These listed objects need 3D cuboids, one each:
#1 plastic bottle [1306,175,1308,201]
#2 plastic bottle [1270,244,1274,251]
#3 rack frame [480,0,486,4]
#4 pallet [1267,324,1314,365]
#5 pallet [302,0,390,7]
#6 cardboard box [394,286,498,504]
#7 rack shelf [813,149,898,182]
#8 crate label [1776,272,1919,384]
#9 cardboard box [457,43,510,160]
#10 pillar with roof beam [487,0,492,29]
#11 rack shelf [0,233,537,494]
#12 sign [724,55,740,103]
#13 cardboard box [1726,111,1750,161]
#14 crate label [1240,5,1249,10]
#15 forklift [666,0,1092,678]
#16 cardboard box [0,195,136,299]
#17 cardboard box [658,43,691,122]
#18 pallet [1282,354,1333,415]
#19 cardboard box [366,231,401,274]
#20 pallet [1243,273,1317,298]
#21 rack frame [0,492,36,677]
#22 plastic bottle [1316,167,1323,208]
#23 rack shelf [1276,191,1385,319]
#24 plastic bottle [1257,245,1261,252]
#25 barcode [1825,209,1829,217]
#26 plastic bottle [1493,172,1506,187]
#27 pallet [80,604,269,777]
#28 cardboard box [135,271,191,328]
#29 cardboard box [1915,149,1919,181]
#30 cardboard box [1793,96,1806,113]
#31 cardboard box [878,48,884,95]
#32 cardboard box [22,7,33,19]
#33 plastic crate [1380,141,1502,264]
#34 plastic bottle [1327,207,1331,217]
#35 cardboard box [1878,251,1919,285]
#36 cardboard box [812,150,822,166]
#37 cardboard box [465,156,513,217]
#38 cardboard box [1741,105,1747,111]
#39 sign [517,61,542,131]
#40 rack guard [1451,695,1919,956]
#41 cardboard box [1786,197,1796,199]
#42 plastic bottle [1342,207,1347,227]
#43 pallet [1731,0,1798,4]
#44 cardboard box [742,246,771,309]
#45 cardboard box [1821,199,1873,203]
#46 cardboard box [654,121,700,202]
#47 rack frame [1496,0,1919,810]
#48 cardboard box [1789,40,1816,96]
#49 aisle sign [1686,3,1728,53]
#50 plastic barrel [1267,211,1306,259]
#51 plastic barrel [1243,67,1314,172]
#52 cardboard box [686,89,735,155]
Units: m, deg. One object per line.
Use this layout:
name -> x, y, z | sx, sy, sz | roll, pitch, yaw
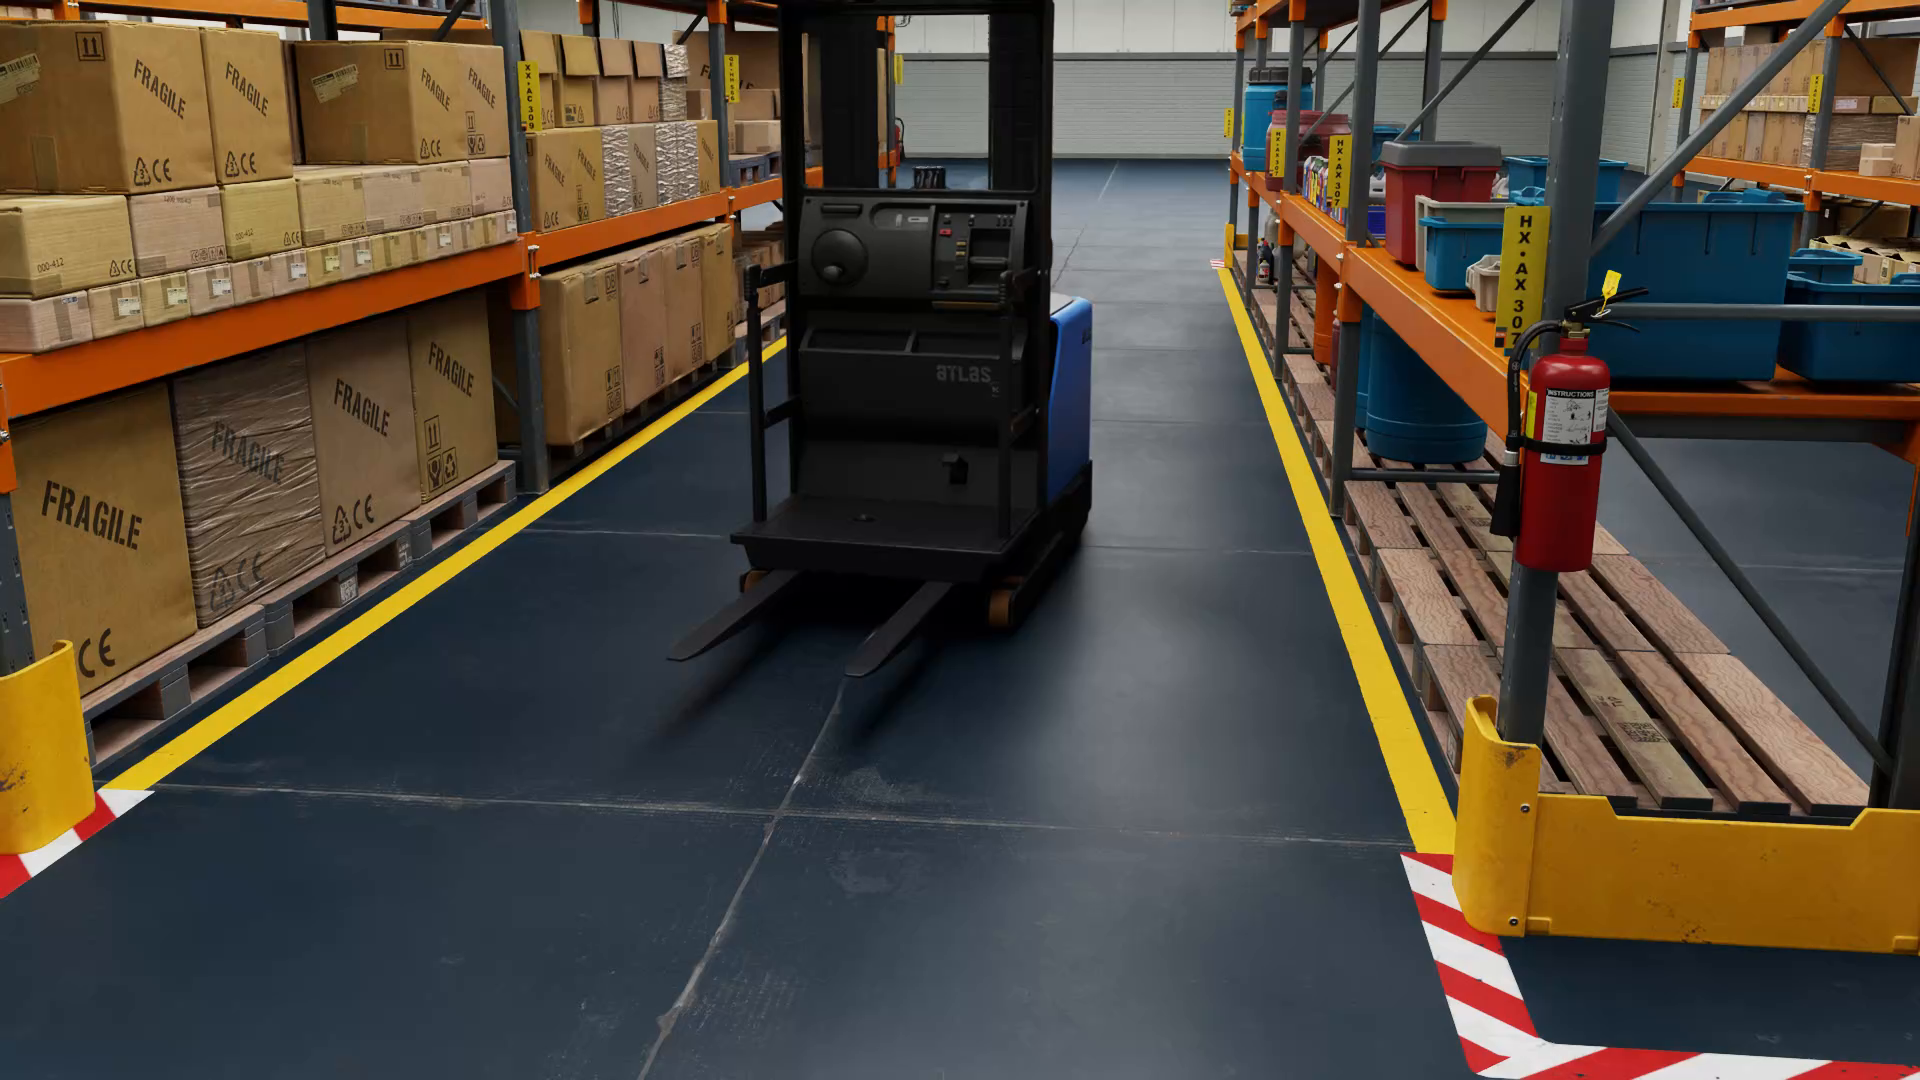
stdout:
plastic bottle -> 2.327, -2.336, 10.935 | 0.097, 0.201, 0.097 | 0, 15, 0
plastic bottle -> 3.149, -2.840, 16.781 | 0.061, 0.283, 0.133 | 2, 15, 6
rack frame -> -6.187, -7.878, 19.557 | 1.000, 3.000, 0.127 | 2, 15, 6
pallet -> 2.875, -1.443, 12.593 | 1.003, 0.211, 1.213 | 2, 15, 6
pallet -> -6.535, -5.562, 16.908 | 1.003, 0.211, 1.213 | 2, 15, 6
cardboard box -> -2.778, -0.706, 7.792 | 0.875, 0.875, 0.875 | 2, 15, 6
rack shelf -> -1.496, -3.944, 17.879 | 1.077, 0.370, 4.000 | 2, 15, 6
crate label -> 2.201, -0.517, 4.032 | 0.416, 0.233, 0.303 | 2, 15, 6
cardboard box -> -2.410, -2.004, 7.606 | 0.500, 0.500, 0.500 | 2, 15, 8
pillar with roof beam -> -9.360, -15.643, 48.273 | 9.100, 9.000, 0.400 | 2, 15, 6
rack shelf -> -2.850, -0.832, 6.369 | 1.077, 0.370, 4.000 | 2, 15, 6
sign -> -1.621, -3.278, 11.822 | 0.100, 0.325, 0.005 | 2, 15, 6
cardboard box -> 8.391, -4.180, 17.181 | 0.700, 0.500, 0.500 | 2, 15, 7
crate label -> 3.112, -5.564, 17.032 | 0.502, 0.251, 0.408 | 2, 15, 6
forklift -> -0.243, -1.176, 6.395 | 1.130, 2.935, 3.031 | 4, 16, 14
cardboard box -> -2.753, -0.848, 4.768 | 0.500, 0.250, 0.500 | 1, 15, 5
cardboard box -> -2.271, -3.078, 11.186 | 0.797, 0.503, 0.637 | 2, 15, 8
pallet -> 2.701, -1.037, 11.094 | 1.003, 0.211, 1.213 | 2, 15, 6
cardboard box -> -2.477, -1.154, 6.665 | 0.380, 0.149, 0.250 | 1, 15, 5
pallet -> 3.317, -2.453, 16.331 | 1.003, 0.211, 1.213 | 2, 15, 6
rack frame -> -3.075, -0.660, 4.357 | 1.000, 3.000, 0.127 | 2, 15, 6
plastic bottle -> 2.245, -2.181, 10.226 | 0.097, 0.271, 0.097 | 0, 15, 0
rack shelf -> 2.523, -1.723, 9.666 | 1.077, 0.370, 4.000 | 2, 15, 6
plastic bottle -> 2.985, -2.796, 16.618 | 0.061, 0.283, 0.133 | 3, 15, 10
barcode -> 7.679, -2.895, 14.728 | 0.001, 0.075, 0.075 | 2, 15, 6
plastic bottle -> 2.863, -1.808, 8.826 | 0.061, 0.283, 0.133 | 2, 15, 6
pallet -> -3.063, 0.476, 5.496 | 1.003, 0.211, 1.213 | 2, 15, 6
cardboard box -> -2.651, -0.754, 5.186 | 0.380, 0.149, 0.250 | 1, 15, 5
cardboard box -> 7.903, -3.063, 13.050 | 0.500, 0.500, 0.500 | 2, 15, 6
cardboard box -> 7.996, -4.050, 15.459 | 0.380, 0.149, 0.250 | 1, 15, 5
cardboard box -> -1.137, -5.205, 18.486 | 0.500, 0.500, 0.500 | 2, 15, 6
cardboard box -> -11.033, -6.131, 19.322 | 0.380, 0.149, 0.250 | 2, 15, 7
plastic crate -> 1.947, -1.387, 6.809 | 0.402, 0.464, 0.583 | 2, 15, 6
plastic bottle -> 2.141, -1.989, 9.495 | 0.061, 0.283, 0.133 | 2, 15, 6
cardboard box -> 7.655, -2.127, 13.171 | 0.500, 0.311, 0.500 | 2, 15, 8
cardboard box -> -1.398, -3.698, 16.073 | 0.380, 0.149, 0.250 | 2, 15, 6
cardboard box -> -2.413, -1.646, 7.722 | 0.500, 0.250, 0.500 | 1, 15, 5
cardboard box -> 8.171, -4.449, 16.935 | 0.380, 0.149, 0.250 | 2, 15, 6
sign -> -2.072, -2.138, 8.011 | 0.100, 0.325, 0.005 | 2, 15, 6
rack guard -> 1.856, 0.699, 4.119 | 1.175, 0.500, 0.348 | 2, 15, 6
cardboard box -> 8.119, -3.233, 16.898 | 0.500, 0.500, 0.500 | 2, 15, 6
plastic bottle -> 2.097, -1.824, 8.755 | 0.144, 0.351, 0.185 | 2, 15, 6
pallet -> 8.332, -5.422, 16.392 | 1.003, 0.211, 1.213 | 2, 15, 6
cardboard box -> -2.010, -2.207, 14.022 | 0.700, 0.500, 0.500 | 3, 15, 11
cardboard box -> 8.598, -3.087, 16.360 | 0.500, 0.500, 0.500 | 2, 15, 6
cardboard box -> -2.044, -2.519, 11.039 | 0.500, 0.500, 0.500 | 2, 15, 6
rack frame -> 1.846, -0.514, 3.817 | 1.000, 3.000, 0.127 | 2, 15, 6
cardboard box -> 8.221, -4.401, 15.513 | 0.700, 0.500, 0.500 | 2, 15, 6
aisle sign -> 8.276, -5.798, 18.378 | 0.394, 0.787, 0.004 | 2, 15, 6
plastic barrel -> 3.597, -3.363, 18.313 | 0.421, 0.512, 0.421 | 0, 15, 0
plastic barrel -> 2.856, -3.777, 14.924 | 0.600, 0.901, 0.708 | 2, 15, 6
cardboard box -> -2.188, -3.275, 13.031 | 0.700, 0.500, 0.500 | 4, 16, 15
